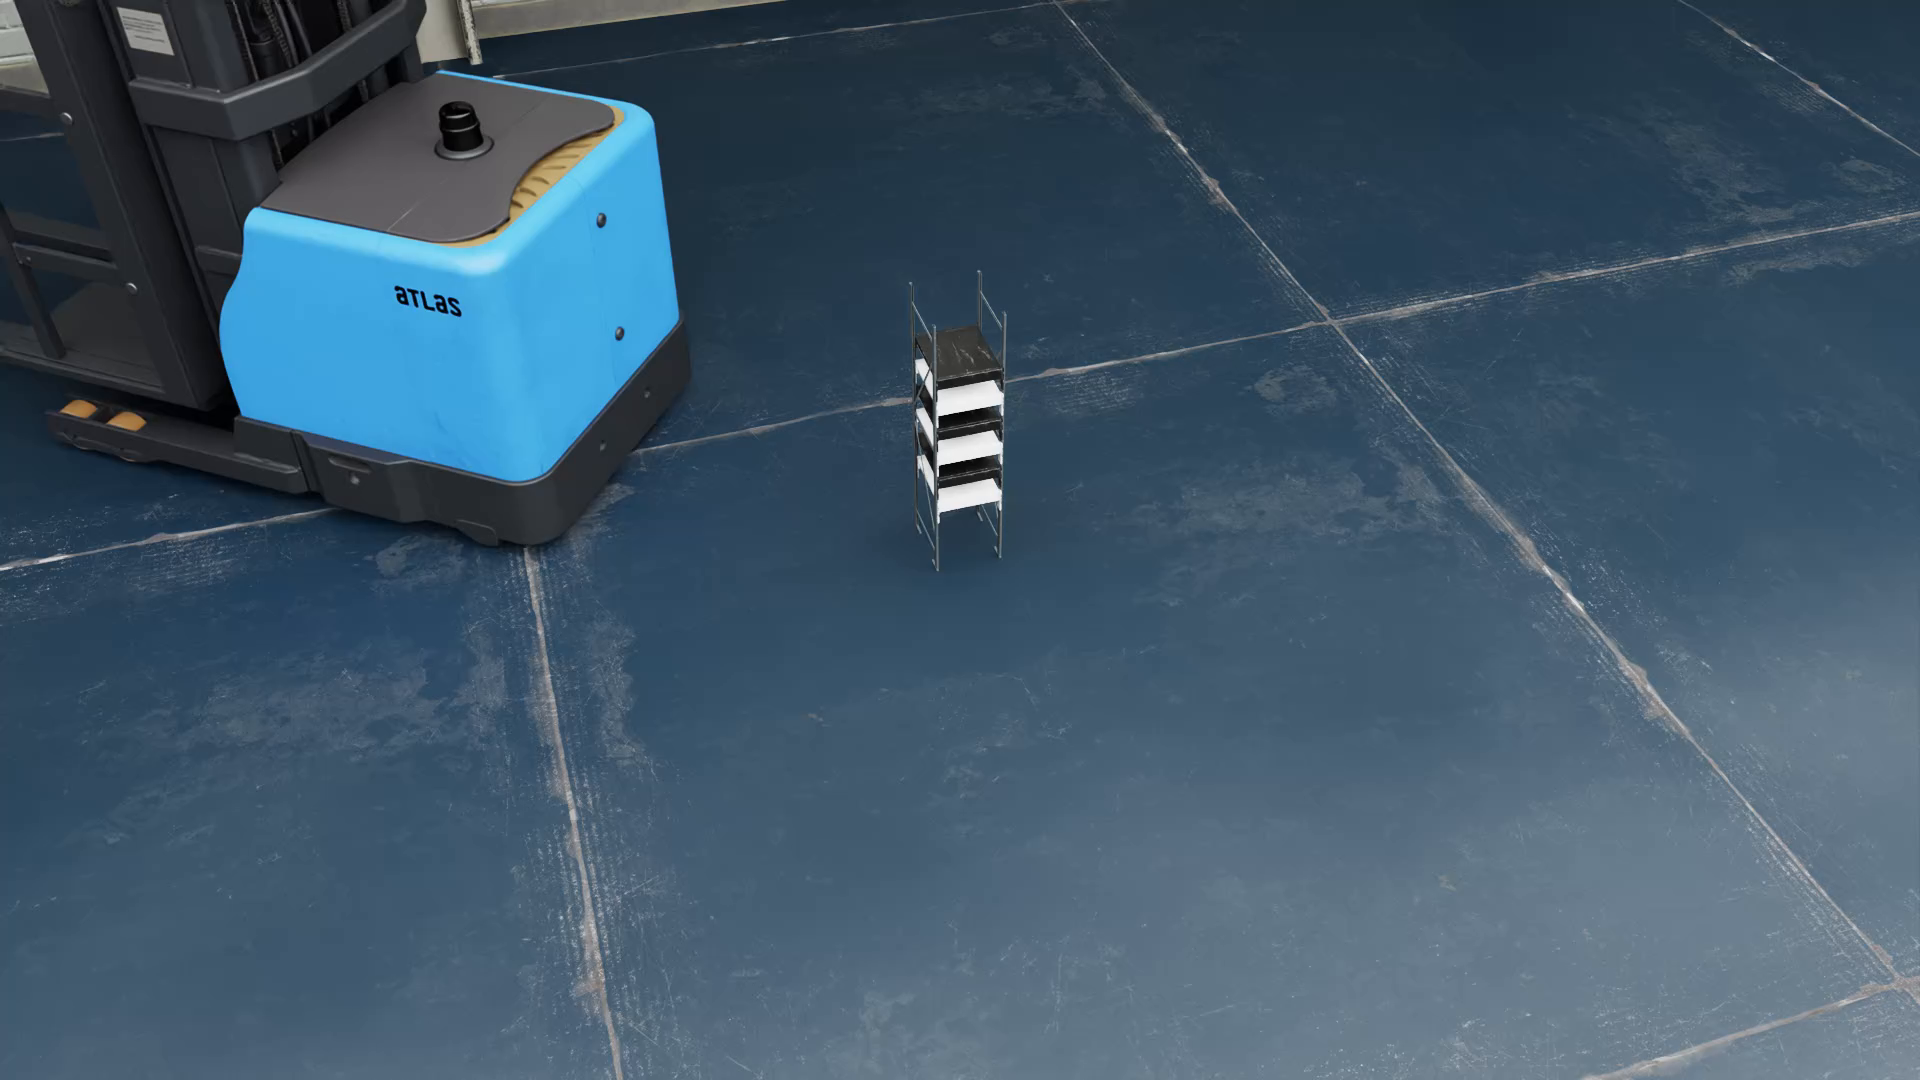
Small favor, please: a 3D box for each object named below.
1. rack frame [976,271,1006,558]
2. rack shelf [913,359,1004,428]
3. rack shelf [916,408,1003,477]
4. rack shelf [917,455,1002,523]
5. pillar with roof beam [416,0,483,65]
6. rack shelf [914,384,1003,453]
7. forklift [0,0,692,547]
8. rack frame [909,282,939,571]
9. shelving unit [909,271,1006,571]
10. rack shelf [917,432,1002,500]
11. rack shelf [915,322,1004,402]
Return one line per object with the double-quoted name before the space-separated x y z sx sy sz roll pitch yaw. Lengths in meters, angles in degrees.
"rack frame" 0.089 -0.357 4.975 0.006 0.900 0.240 -12 42 -13
"rack shelf" -0.008 -0.448 4.856 0.200 0.077 0.258 -12 42 -13
"rack shelf" -0.008 -0.312 4.974 0.200 0.077 0.258 -12 42 -13
"rack shelf" -0.008 -0.177 5.092 0.200 0.077 0.258 -12 42 -13
"pillar with roof beam" -1.184 -2.985 1.827 0.400 9.000 9.100 -12 42 -13
"rack shelf" -0.008 -0.380 4.915 0.200 0.077 0.258 -12 42 -13
"forklift" -2.509 -1.676 4.941 3.031 2.935 1.130 13 43 15
"rack frame" -0.105 -0.317 4.929 0.006 0.900 0.240 -12 42 -13
"shelving unit" -0.008 -0.337 4.952 0.210 0.900 0.258 -12 42 -13
"rack shelf" -0.008 -0.244 5.033 0.200 0.077 0.258 -12 42 -13
"rack shelf" -0.008 -0.516 4.796 0.200 0.077 0.258 -12 42 -13
